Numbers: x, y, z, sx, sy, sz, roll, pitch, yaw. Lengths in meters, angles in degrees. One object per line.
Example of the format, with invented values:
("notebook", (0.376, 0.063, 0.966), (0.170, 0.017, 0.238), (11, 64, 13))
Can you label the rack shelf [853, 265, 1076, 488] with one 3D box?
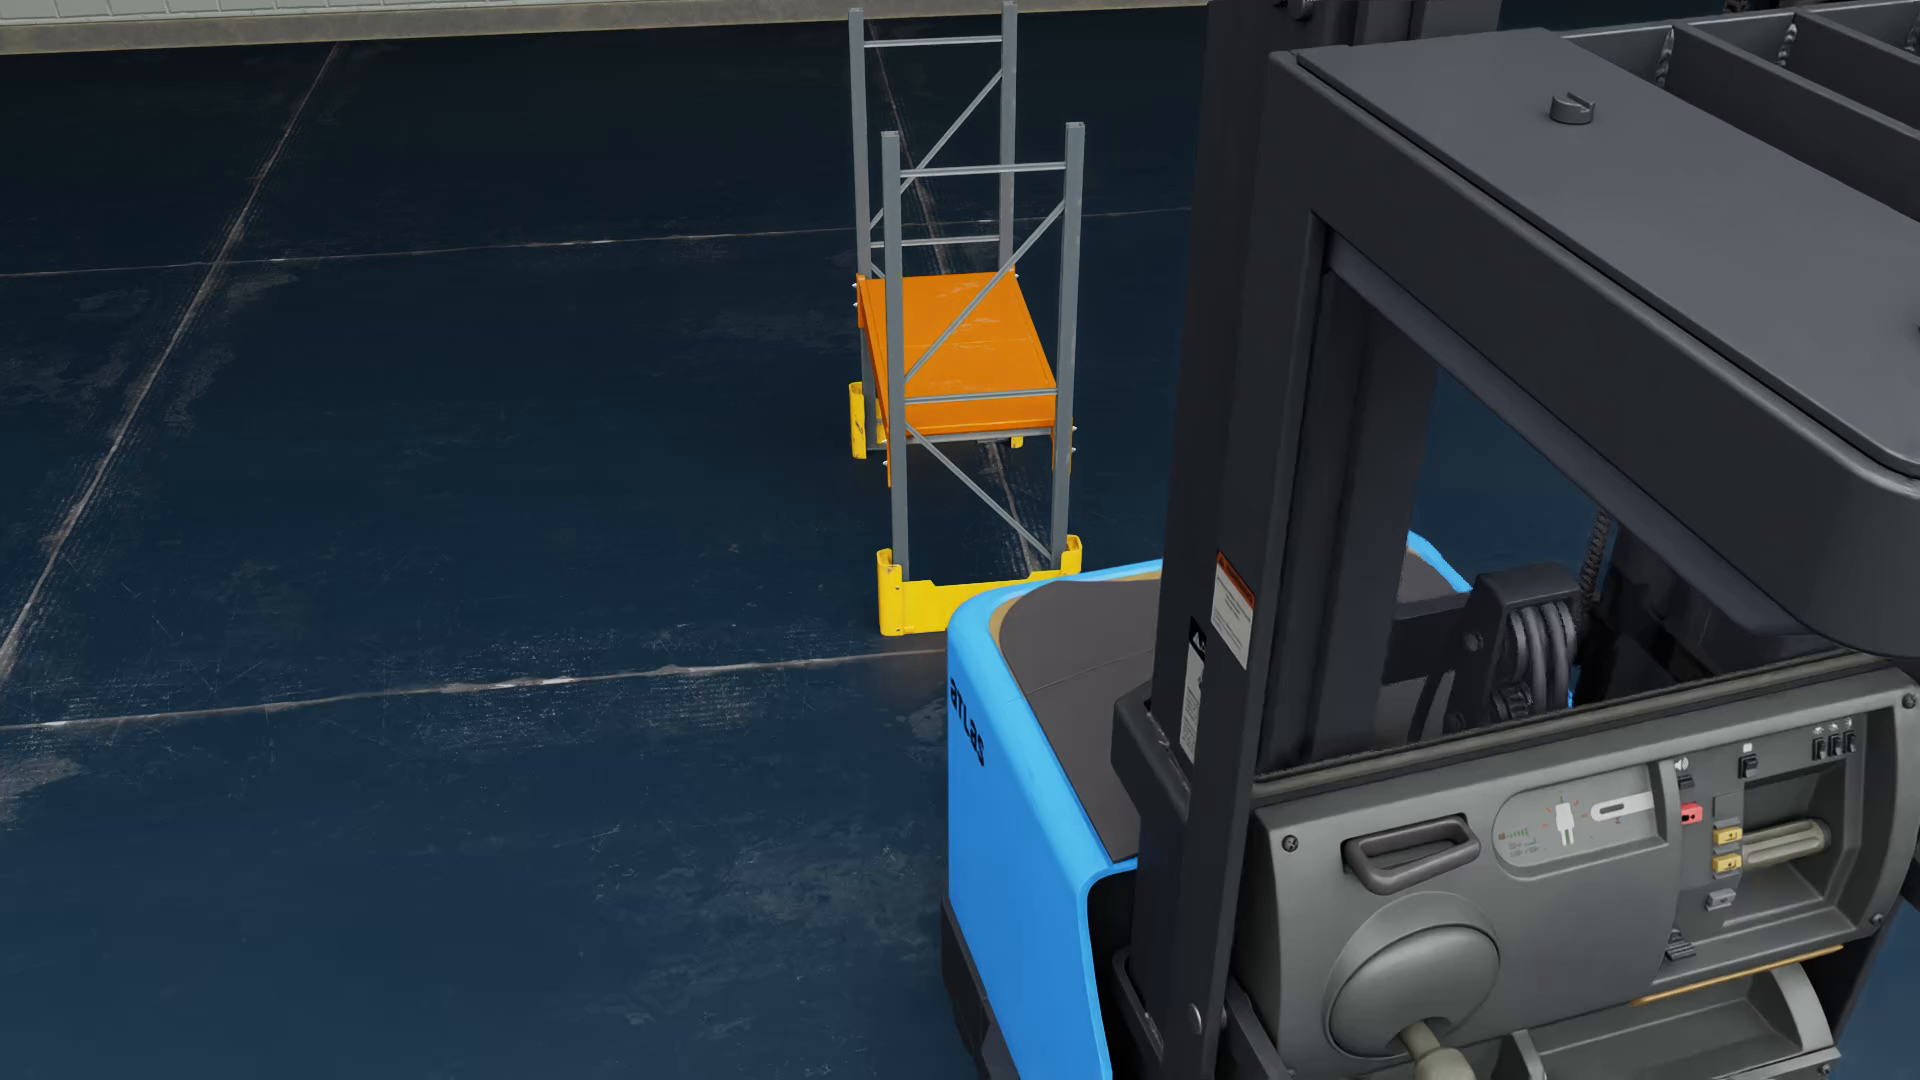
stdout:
("rack shelf", (-0.011, -0.519, 4.999), (0.538, 0.185, 1.000), (-4, 35, -6))

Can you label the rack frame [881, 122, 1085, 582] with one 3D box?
("rack frame", (0.057, -0.384, 4.481), (0.500, 1.500, 0.032), (-4, 35, -6))

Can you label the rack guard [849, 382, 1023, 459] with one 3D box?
("rack guard", (-0.077, -0.424, 5.650), (0.587, 0.250, 0.087), (-4, 35, -6))

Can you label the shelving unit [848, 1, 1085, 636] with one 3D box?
("shelving unit", (-0.010, -0.662, 4.890), (0.587, 1.500, 1.083), (-4, 35, -6))

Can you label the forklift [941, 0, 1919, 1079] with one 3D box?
("forklift", (0.877, 0.496, 1.920), (1.130, 2.935, 3.031), (-10, 35, -14))

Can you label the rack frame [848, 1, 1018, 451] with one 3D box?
("rack frame", (-0.080, -0.951, 5.314), (0.500, 1.500, 0.032), (-4, 35, -6))

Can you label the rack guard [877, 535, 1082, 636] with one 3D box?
("rack guard", (0.057, 0.132, 4.834), (0.587, 0.250, 0.087), (-4, 35, -6))
